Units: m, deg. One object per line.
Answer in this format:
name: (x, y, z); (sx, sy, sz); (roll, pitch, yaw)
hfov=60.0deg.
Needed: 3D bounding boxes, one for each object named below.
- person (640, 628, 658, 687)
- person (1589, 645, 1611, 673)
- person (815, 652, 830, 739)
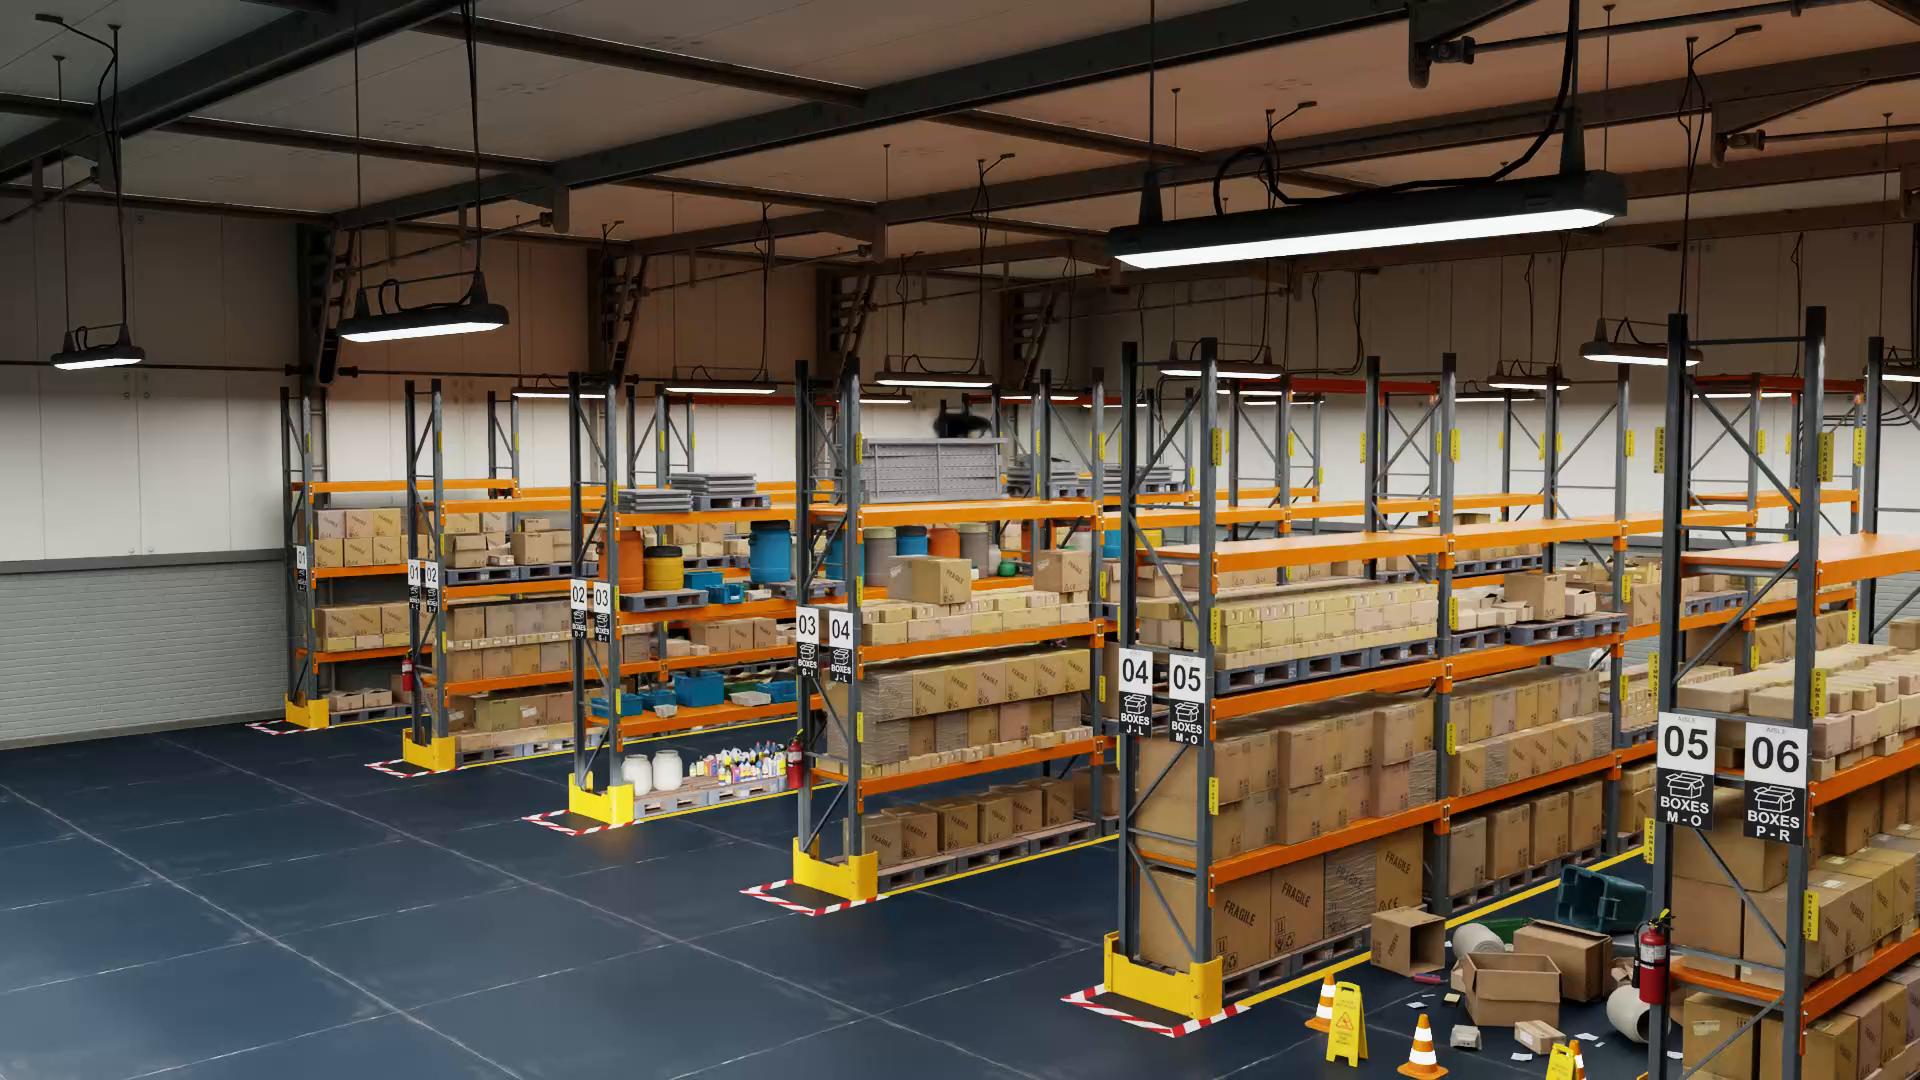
person: (-5.839, 2.387, 31.398); (0.537, 1.584, 0.731); (2, 4, 29)
person: (11.520, 2.468, 29.496); (0.683, 1.596, 0.491); (0, 4, -7)
person: (-2.291, 2.493, 28.090); (0.720, 1.752, 0.846); (2, 4, 29)
